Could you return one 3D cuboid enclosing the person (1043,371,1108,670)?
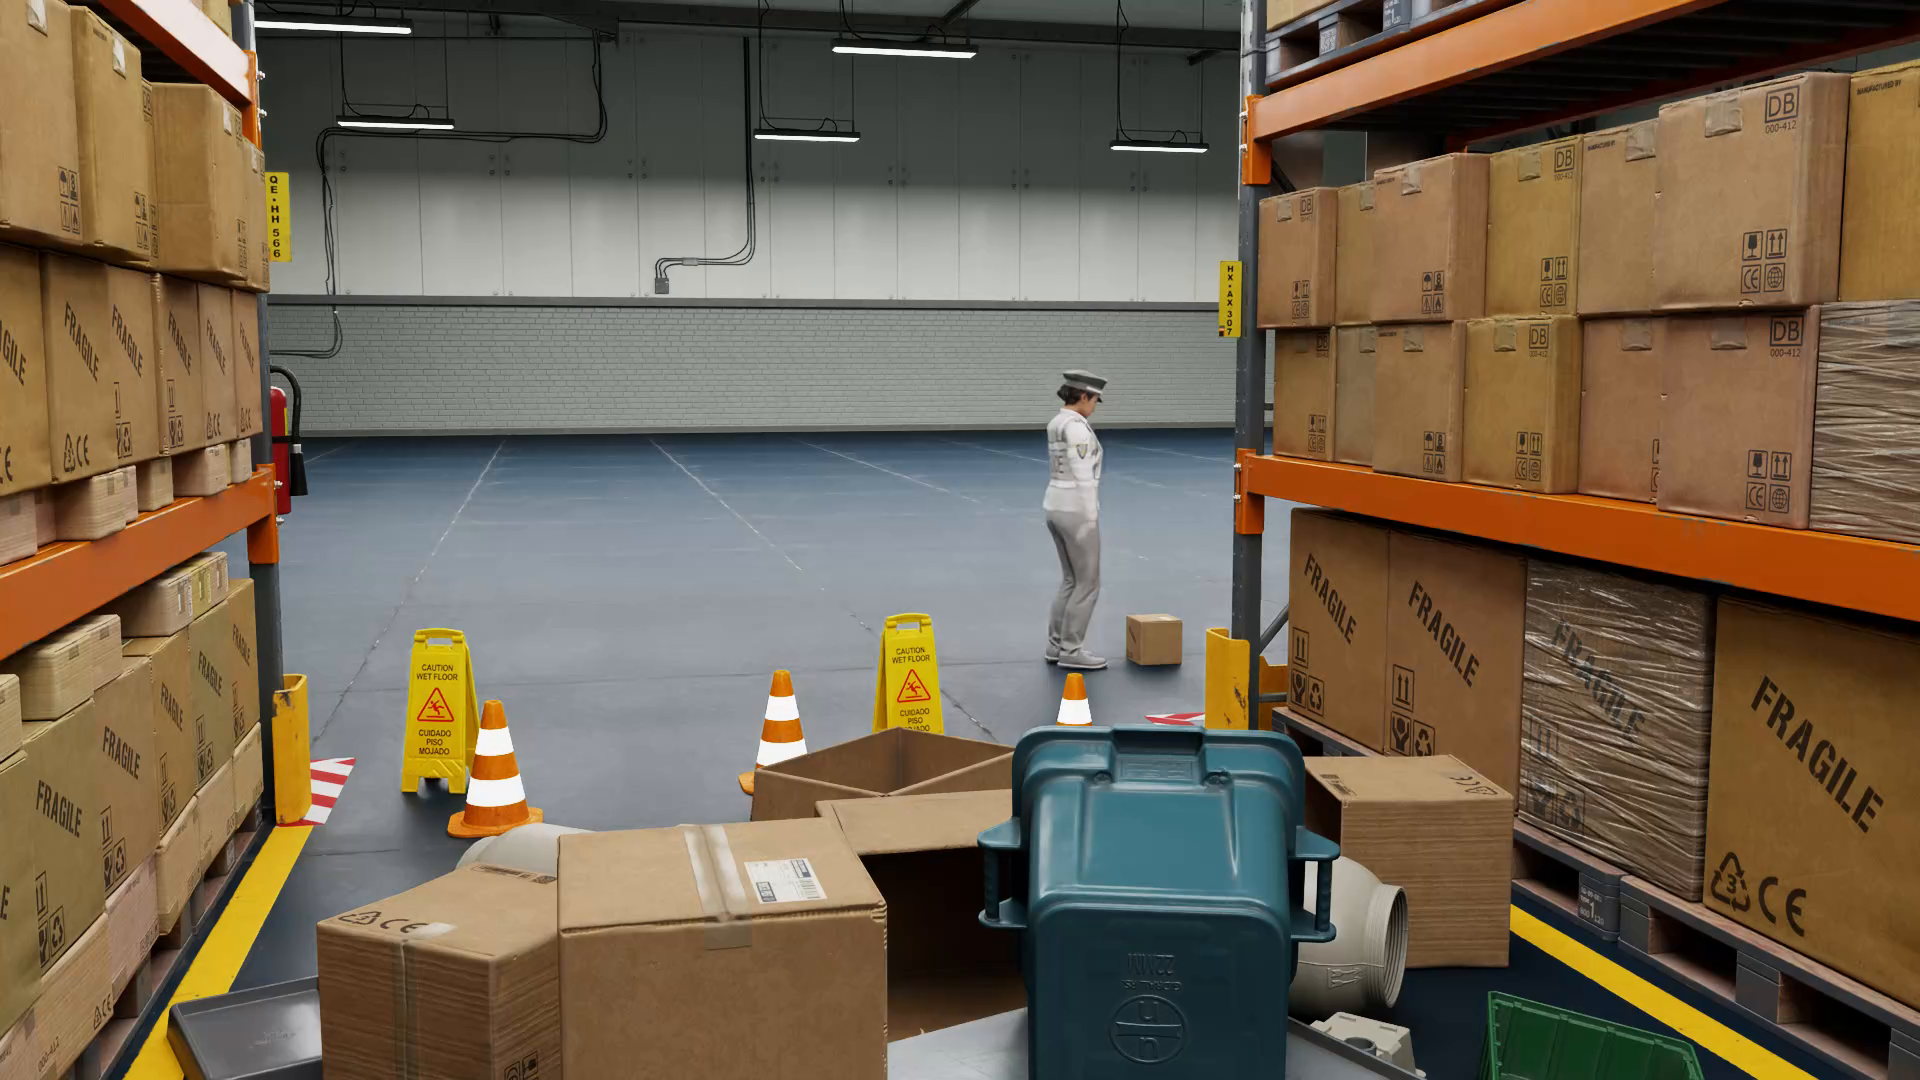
[{"bbox_3d":[0.644,-0.110,9.321,0.352,1.644,0.479,-1,6,-13],"label":"person"}]
